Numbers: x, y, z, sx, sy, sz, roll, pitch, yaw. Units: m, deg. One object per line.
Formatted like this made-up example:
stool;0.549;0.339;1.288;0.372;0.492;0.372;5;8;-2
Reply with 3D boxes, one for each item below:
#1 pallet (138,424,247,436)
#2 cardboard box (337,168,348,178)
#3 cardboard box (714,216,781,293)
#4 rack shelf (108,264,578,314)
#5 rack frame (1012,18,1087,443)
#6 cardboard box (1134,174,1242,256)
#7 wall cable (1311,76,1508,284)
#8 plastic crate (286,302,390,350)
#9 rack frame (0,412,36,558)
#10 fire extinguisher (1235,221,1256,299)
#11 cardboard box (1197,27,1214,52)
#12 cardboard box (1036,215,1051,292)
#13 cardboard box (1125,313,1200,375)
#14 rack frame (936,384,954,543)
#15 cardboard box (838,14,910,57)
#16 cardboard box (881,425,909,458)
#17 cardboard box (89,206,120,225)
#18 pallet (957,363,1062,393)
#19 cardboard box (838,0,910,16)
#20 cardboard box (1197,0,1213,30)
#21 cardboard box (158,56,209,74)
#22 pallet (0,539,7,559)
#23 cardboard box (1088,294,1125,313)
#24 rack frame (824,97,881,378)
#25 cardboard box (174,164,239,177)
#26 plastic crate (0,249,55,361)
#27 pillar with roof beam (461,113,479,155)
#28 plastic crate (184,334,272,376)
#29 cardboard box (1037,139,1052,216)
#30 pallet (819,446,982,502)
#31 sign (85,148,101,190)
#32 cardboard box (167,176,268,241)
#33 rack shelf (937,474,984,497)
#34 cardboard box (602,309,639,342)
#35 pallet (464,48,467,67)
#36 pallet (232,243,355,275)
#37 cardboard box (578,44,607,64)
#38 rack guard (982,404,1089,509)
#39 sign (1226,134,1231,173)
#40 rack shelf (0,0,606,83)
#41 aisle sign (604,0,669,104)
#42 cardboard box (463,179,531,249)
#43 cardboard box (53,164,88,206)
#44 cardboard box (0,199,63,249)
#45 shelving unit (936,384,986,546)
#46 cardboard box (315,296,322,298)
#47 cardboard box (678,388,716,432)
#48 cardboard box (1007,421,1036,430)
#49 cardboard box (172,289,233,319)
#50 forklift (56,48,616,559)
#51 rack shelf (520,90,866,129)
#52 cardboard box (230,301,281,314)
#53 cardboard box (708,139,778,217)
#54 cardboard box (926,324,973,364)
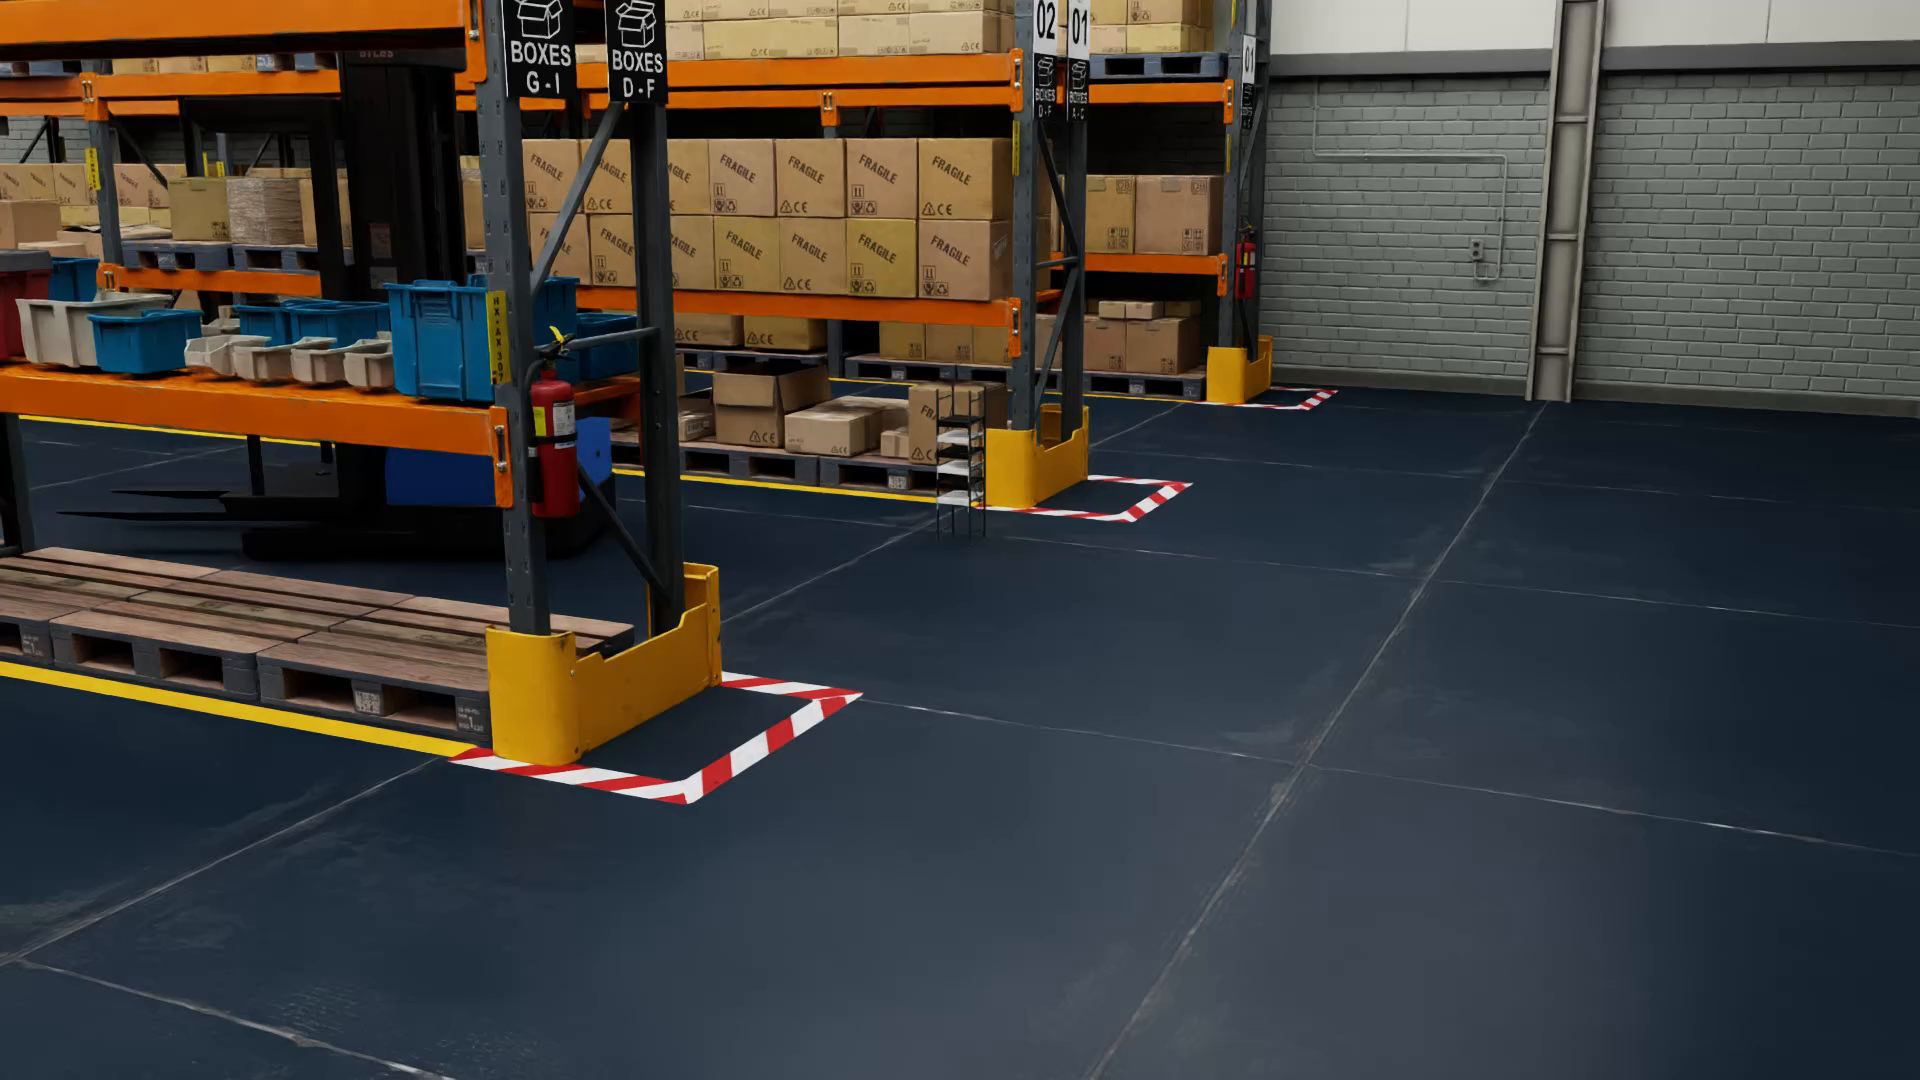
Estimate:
pallet;-6.061;-1.092;13.945;1.213;0.211;1.003;6;14;23
cardboard box;-6.808;-4.032;19.191;0.500;0.500;0.700;8;15;31
cardboard box;-1.324;-1.960;11.324;0.500;0.500;0.500;6;14;22
rack shelf;-4.900;-1.991;13.248;4.000;0.370;1.077;6;14;23
rack frame;0.586;-1.786;10.799;0.127;3.000;1.000;6;14;23
cardboard box;2.119;-3.012;15.368;0.700;0.700;0.980;7;15;26
wall cable;4.143;-3.395;15.431;1.851;1.984;0.084;6;14;23
plastic crate;-2.720;-0.913;7.314;0.300;0.233;0.416;6;14;23
rack frame;-5.081;-1.122;7.969;0.127;3.000;1.000;6;14;23
fire extinguisher;2.540;-2.491;14.791;0.183;0.674;0.296;6;14;23
cardboard box;2.021;-4.580;15.332;0.500;0.250;0.500;7;15;26
cardboard box;0.287;-1.931;11.198;0.500;0.500;0.500;6;15;24
cardboard box;1.909;-1.852;15.635;0.500;0.500;0.700;6;14;23
rack frame;-0.086;-0.447;9.689;0.006;0.900;0.240;6;14;23
cardboard box;-0.443;-3.214;10.649;0.500;0.250;0.500;6;14;23
cardboard box;-0.345;-0.676;11.308;0.250;0.166;0.380;6;14;23
cardboard box;-10.317;-3.986;20.460;0.500;0.250;0.500;6;14;24
pallet;0.715;-1.634;16.257;1.213;0.211;1.003;6;14;23
cardboard box;-0.444;-3.457;10.589;0.500;0.250;0.500;6;14;23
cardboard box;2.019;-4.944;15.243;0.500;0.500;0.500;5;14;21
cardboard box;-5.850;-3.955;13.257;0.500;0.500;0.910;6;14;23
pallet;-5.770;0.156;8.629;1.213;0.211;1.003;6;14;23
cardboard box;1.412;-2.268;15.988;0.250;0.149;0.380;6;14;24
rack frame;-1.068;-3.191;16.788;0.127;3.000;1.000;6;14;23
cardboard box;-8.940;-4.212;19.783;0.500;0.500;0.500;6;14;23
plastic crate;-4.366;-1.047;7.380;0.583;0.464;0.402;6;14;23
pillar with roof beam;-7.307;-5.884;15.130;0.400;9.000;9.100;6;14;23
plastic crate;-3.044;-0.764;6.891;0.250;0.136;0.298;6;14;23
cardboard box;0.287;-2.417;11.083;0.500;0.500;0.500;6;15;25
pallet;-0.213;-0.509;11.462;1.213;0.211;1.003;6;14;23
sign;-6.950;-2.974;13.326;0.005;0.325;0.100;6;14;23
cardboard box;-6.107;-2.744;13.747;0.500;0.500;0.700;1;13;4
rack shelf;0.007;-0.317;9.677;0.200;0.077;0.258;6;14;23
cardboard box;-3.308;-2.541;17.805;0.750;0.750;0.750;6;14;23
pallet;-3.639;-3.600;12.375;1.003;0.211;1.213;6;14;23
pallet;-4.948;-2.254;13.213;1.213;0.211;1.003;6;14;23
cardboard box;-2.271;-3.399;11.438;0.500;0.250;0.500;6;14;23
rack guard;0.517;-0.576;11.115;0.348;0.500;1.175;6;14;23
sign;2.357;-3.388;14.573;0.005;0.325;0.100;6;14;23
rack shelf;-3.252;-2.047;6.920;4.000;0.370;1.077;6;14;23
aisle sign;-1.238;-2.073;6.331;0.004;0.787;0.394;6;14;23
cardboard box;-3.414;-2.500;12.703;0.500;0.500;0.700;1;13;4
cardboard box;-10.807;-4.399;20.580;0.500;0.500;0.500;5;14;21
cardboard box;-8.269;-2.727;14.590;0.500;0.500;0.500;5;14;20
shelving unit;0.007;-0.437;9.649;0.210;0.900;0.258;6;14;23
cardboard box;-7.210;-2.826;19.743;0.500;0.500;0.700;5;14;22
cardboard box;-1.750;-0.998;12.366;0.500;0.311;0.500;6;14;23
cardboard box;0.342;-0.723;11.546;0.250;0.149;0.380;6;14;23
cardboard box;-9.348;-3.016;20.551;0.500;0.500;0.500;5;14;19
forklift;-3.626;-1.439;9.473;3.031;2.935;1.130;0;13;1
rack shelf;-2.897;-4.486;17.316;4.000;0.370;1.077;6;14;23
cardboard box;-5.725;-1.847;13.925;0.500;0.250;0.500;6;15;25
cardboard box;-1.340;-2.446;11.206;0.500;0.500;0.500;6;15;25
cardboard box;0.032;-2.041;16.438;0.500;0.500;0.700;6;14;23
